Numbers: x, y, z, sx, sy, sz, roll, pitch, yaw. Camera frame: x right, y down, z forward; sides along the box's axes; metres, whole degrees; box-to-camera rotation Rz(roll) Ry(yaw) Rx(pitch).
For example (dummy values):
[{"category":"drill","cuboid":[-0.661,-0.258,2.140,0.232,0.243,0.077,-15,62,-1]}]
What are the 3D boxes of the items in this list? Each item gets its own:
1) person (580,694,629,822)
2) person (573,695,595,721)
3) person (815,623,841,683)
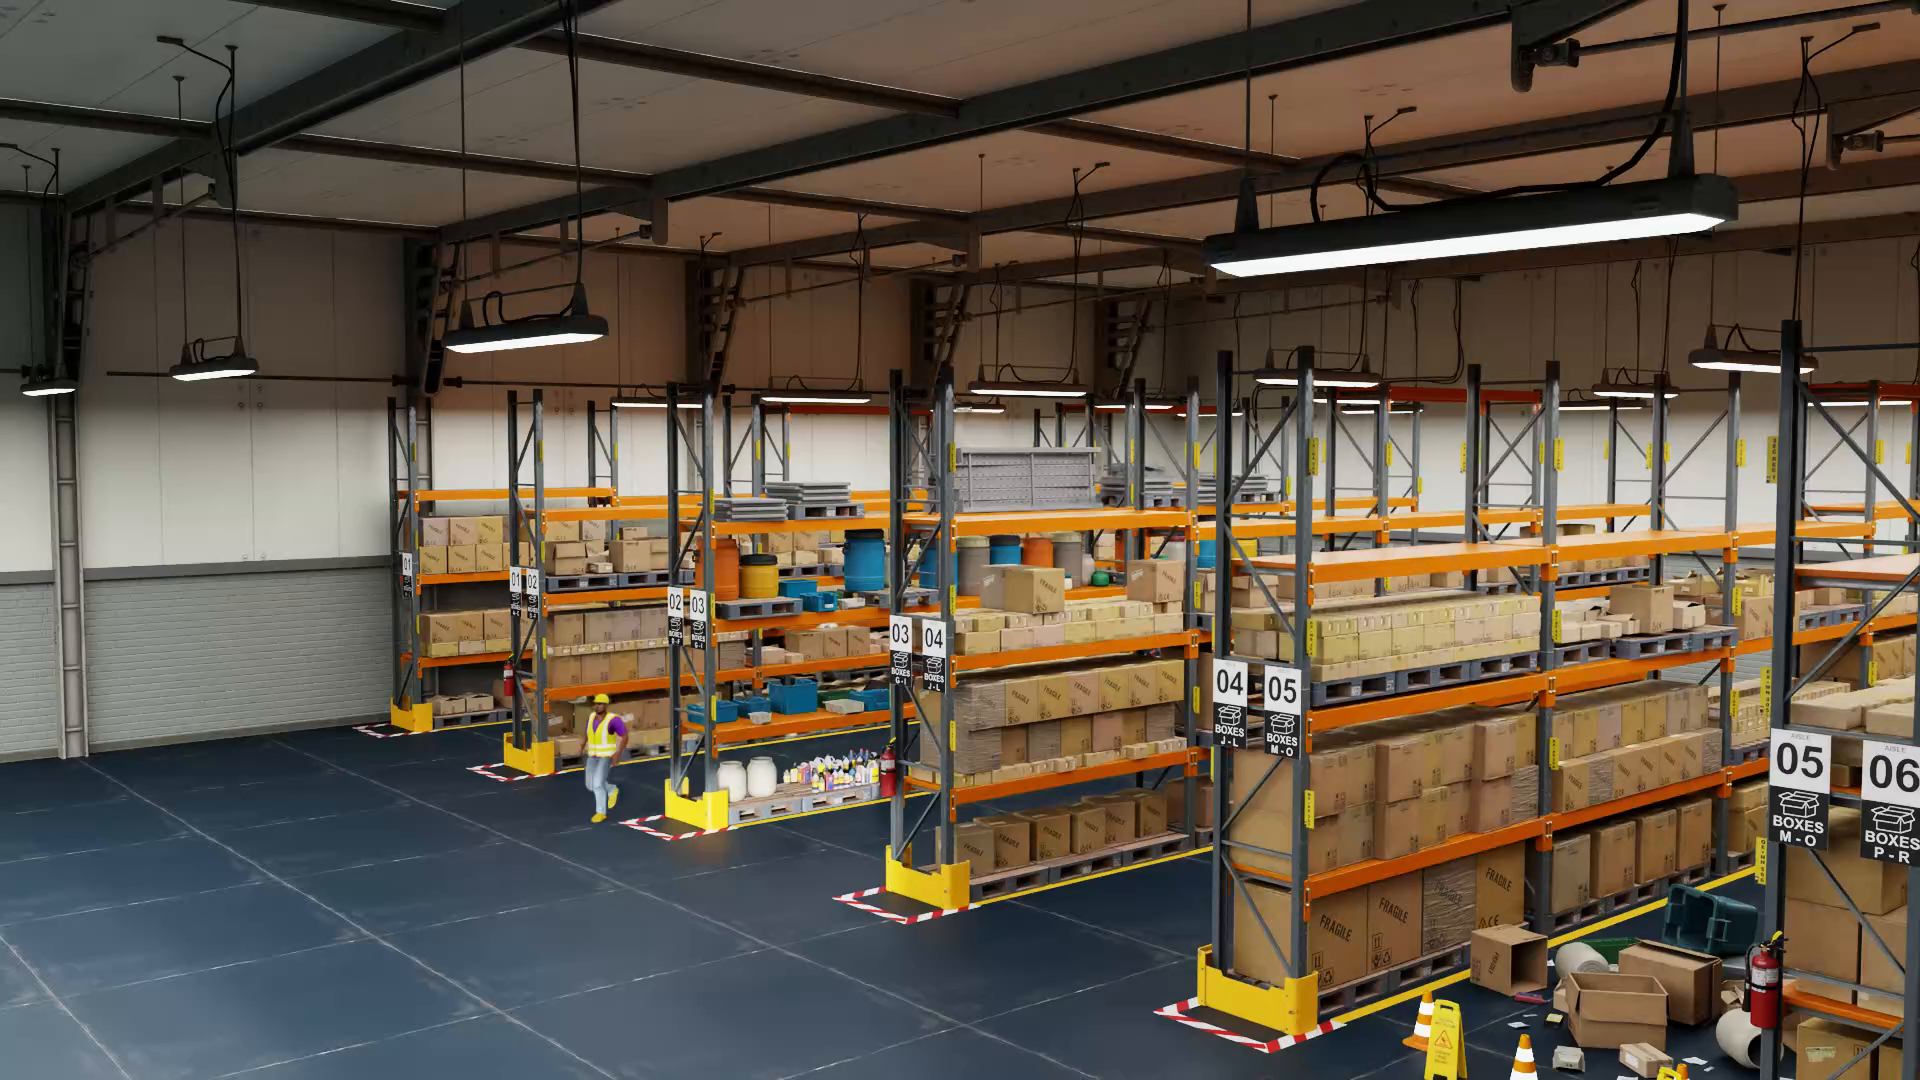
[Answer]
[{"category":"person","cuboid":[-4.909,2.974,22.904,0.737,1.736,0.604,2,4,30]},{"category":"person","cuboid":[-6.406,2.653,28.809,0.896,1.757,0.681,-3,4,-39]},{"category":"person","cuboid":[-2.668,2.159,32.696,0.649,1.668,0.700,3,4,40]}]
